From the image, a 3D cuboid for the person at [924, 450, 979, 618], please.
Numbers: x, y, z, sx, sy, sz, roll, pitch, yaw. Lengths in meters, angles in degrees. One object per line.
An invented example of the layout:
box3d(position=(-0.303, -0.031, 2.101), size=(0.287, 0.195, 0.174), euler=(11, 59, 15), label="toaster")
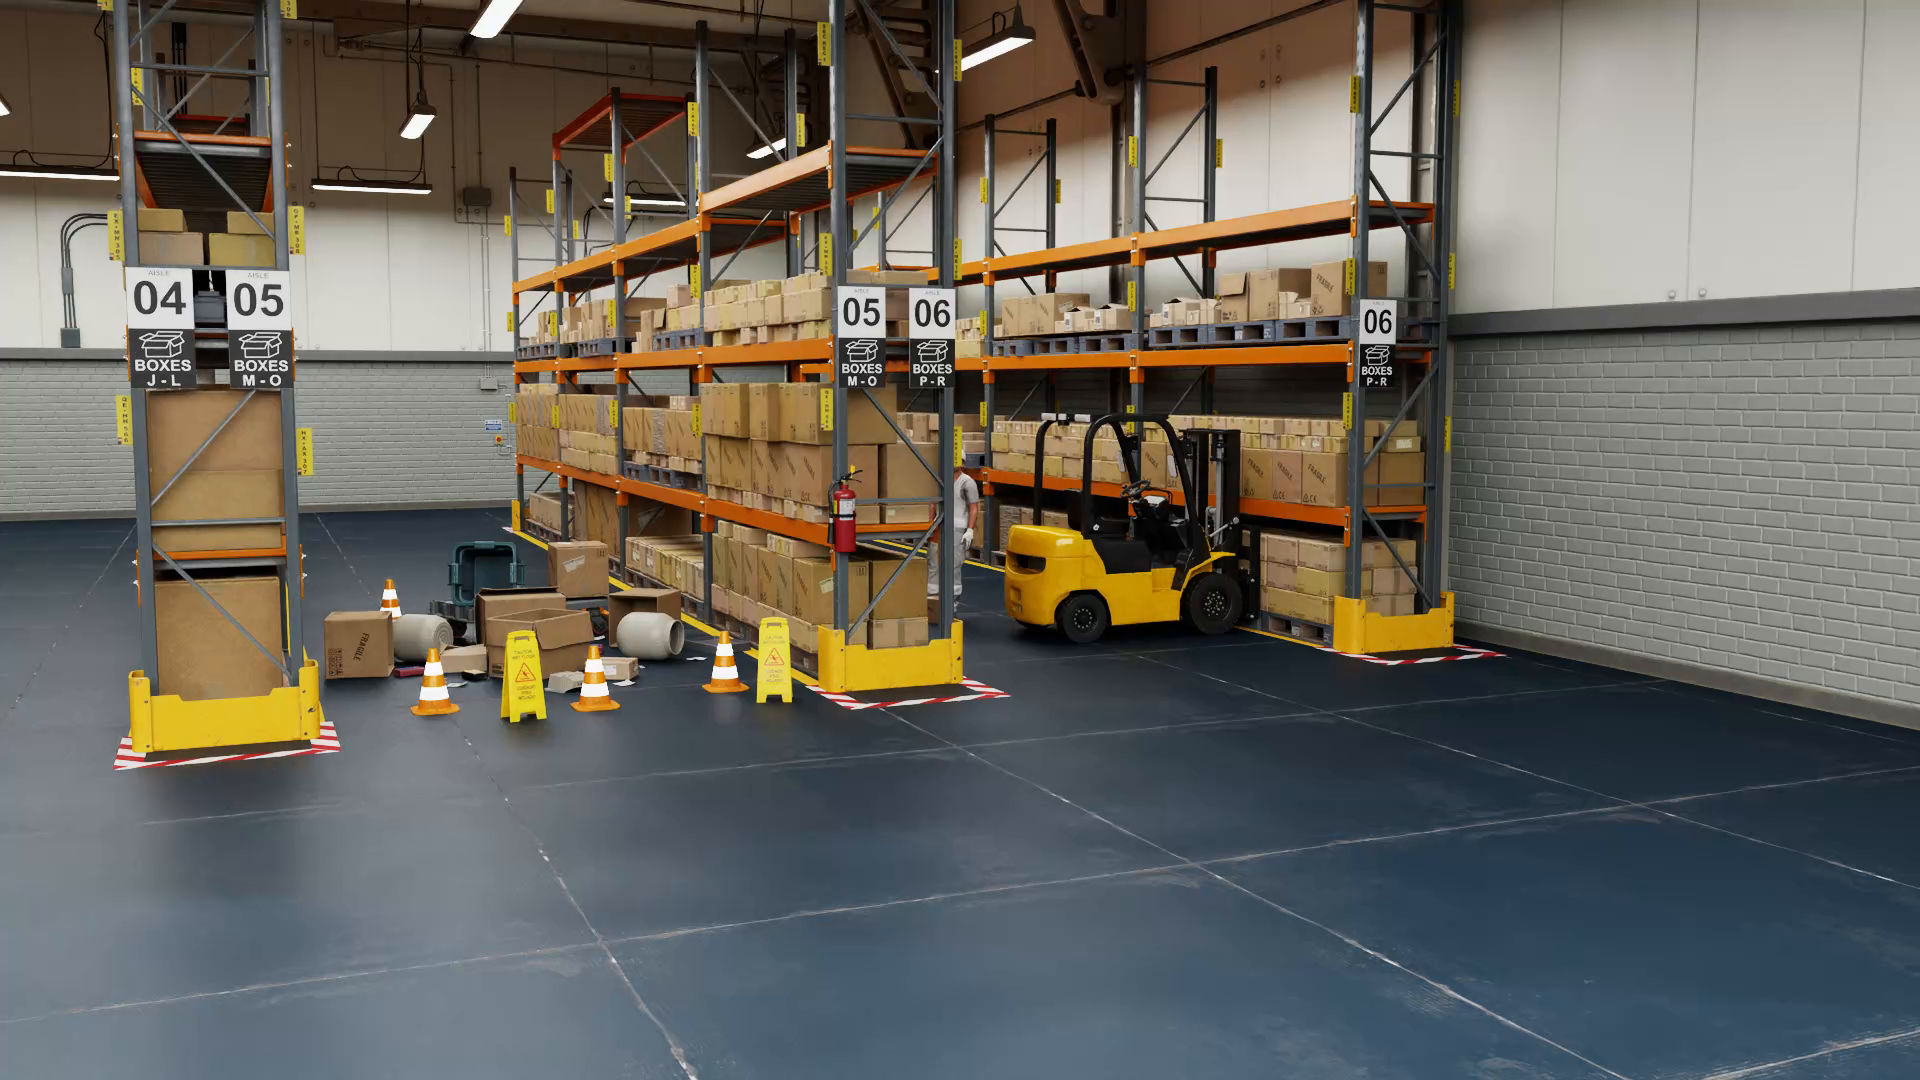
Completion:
box3d(position=(-0.155, -0.073, 17.251), size=(0.638, 1.789, 0.563), euler=(4, 7, 37), label="person")
